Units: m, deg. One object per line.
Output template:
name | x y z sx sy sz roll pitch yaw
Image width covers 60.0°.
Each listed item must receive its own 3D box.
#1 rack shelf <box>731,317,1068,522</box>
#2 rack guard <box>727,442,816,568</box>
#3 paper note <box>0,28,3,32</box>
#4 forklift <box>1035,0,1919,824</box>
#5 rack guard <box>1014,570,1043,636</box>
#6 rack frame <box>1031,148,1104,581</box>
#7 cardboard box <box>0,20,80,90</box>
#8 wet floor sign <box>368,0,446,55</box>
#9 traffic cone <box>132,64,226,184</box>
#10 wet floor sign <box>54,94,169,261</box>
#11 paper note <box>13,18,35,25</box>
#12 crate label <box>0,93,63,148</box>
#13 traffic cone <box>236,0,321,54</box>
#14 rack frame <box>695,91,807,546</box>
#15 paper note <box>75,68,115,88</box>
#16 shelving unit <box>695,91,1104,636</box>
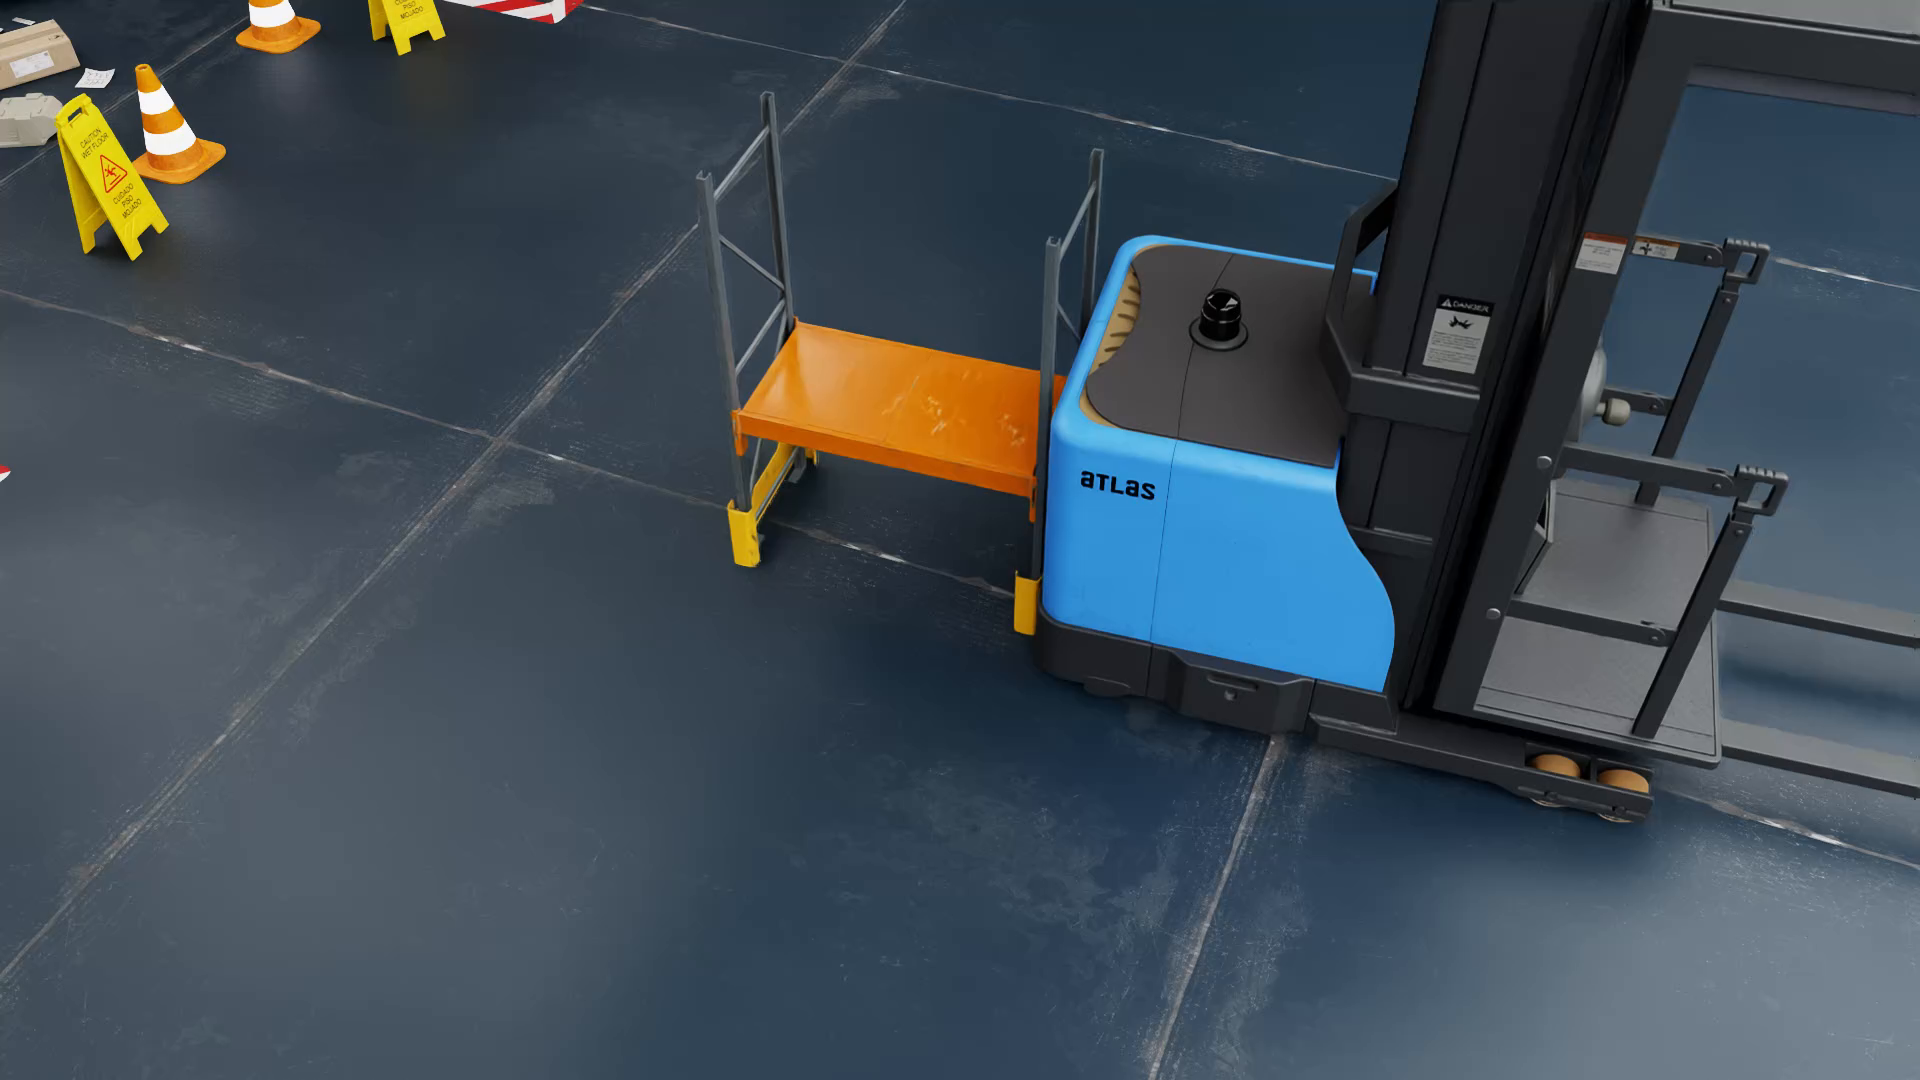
rack shelf | -0.164 -0.401 5.345 1.000 0.185 0.538 13 46 13
rack guard | -0.646 -0.197 5.771 0.087 0.250 0.587 13 46 13
paper note | -4.861 -2.535 8.284 0.142 0.019 0.148 33 54 29
forklift | 1.814 -0.626 4.301 3.031 2.935 1.130 12 46 12
rack guard | 0.301 0.022 5.551 0.087 0.250 0.587 13 46 13
rack frame | 0.319 -0.417 5.106 0.032 1.500 0.500 13 46 13
cardboard box | -4.483 -2.332 7.989 0.380 0.149 0.250 -28 51 -25
wet floor sign | -2.733 -2.719 8.026 0.232 0.644 0.267 33 54 29
traffic cone | -3.503 -1.865 7.296 0.334 0.463 0.336 16 47 16
wet floor sign | -3.520 -1.499 6.799 0.232 0.644 0.267 9 46 9
paper note | -4.712 -2.610 8.367 0.123 0.001 0.032 16 47 16
crate label | -4.253 -1.923 7.585 0.298 0.136 0.250 -5 45 -5
traffic cone | -3.390 -2.680 8.115 0.334 0.463 0.336 16 47 16
rack frame | -0.647 -0.640 5.330 0.032 1.500 0.500 13 46 13
paper note | -4.135 -2.211 7.950 0.142 0.019 0.148 2 45 2
shelving unit | -0.173 -0.531 5.220 1.083 1.500 0.587 13 46 13
